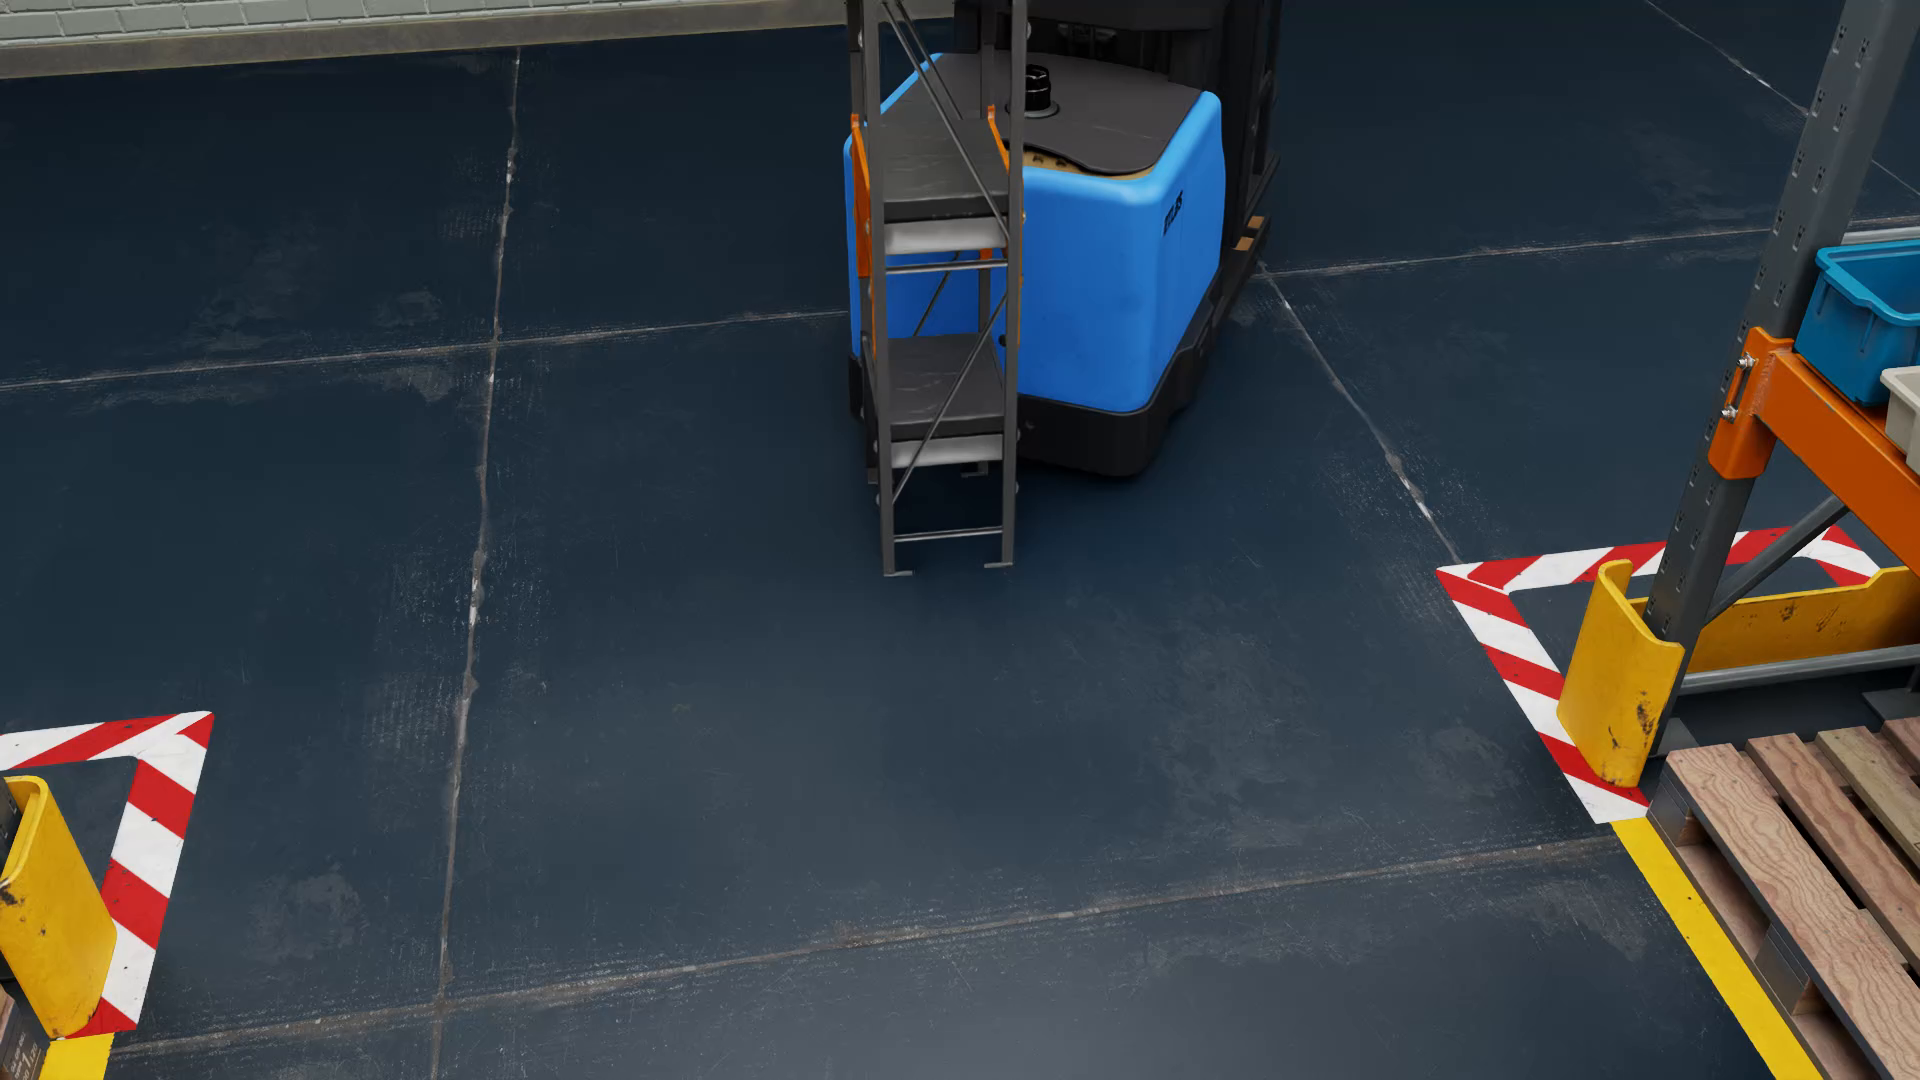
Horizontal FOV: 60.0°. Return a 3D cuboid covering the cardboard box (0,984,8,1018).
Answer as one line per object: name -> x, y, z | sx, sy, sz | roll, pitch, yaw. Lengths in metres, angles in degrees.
cardboard box -> -2.269, 0.972, 3.233 | 0.500, 0.500, 0.500 | -6, 38, -8

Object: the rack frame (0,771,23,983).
rack frame -> -2.606, -0.144, 2.990 | 1.000, 3.000, 0.127 | -6, 38, -8

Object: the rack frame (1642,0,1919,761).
rack frame -> 2.271, -0.674, 3.673 | 1.000, 3.000, 0.127 | -6, 38, -8

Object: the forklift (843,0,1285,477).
forklift -> 0.615, -2.270, 5.782 | 1.130, 2.935, 3.031 | 13, 40, 16

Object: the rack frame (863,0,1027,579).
rack frame -> -0.036, -0.732, 4.481 | 0.400, 2.100, 0.015 | -5, 38, -6

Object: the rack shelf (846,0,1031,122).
rack shelf -> -0.071, -1.422, 4.250 | 0.431, 0.518, 0.480 | -5, 38, -6

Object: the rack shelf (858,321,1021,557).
rack shelf -> -0.070, -0.317, 5.109 | 0.431, 0.518, 0.480 | -5, 38, -6

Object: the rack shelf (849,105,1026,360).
rack shelf -> -0.070, -0.869, 4.680 | 0.431, 0.518, 0.480 | -5, 38, -6

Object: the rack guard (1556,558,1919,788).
rack guard -> 2.254, 0.300, 4.457 | 1.175, 0.500, 0.348 | -6, 38, -8

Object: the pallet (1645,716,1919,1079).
pallet -> 2.377, 0.929, 3.882 | 1.003, 0.211, 1.213 | -6, 38, -8

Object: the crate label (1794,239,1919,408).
crate label -> 1.990, -0.447, 3.468 | 0.416, 0.233, 0.303 | -6, 38, -8

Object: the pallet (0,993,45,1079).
pallet -> -2.452, 1.485, 3.167 | 1.003, 0.211, 1.213 | -6, 38, -8

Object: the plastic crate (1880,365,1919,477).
plastic crate -> 1.965, -0.207, 3.237 | 0.250, 0.136, 0.298 | -6, 38, -8

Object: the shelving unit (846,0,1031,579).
shelving unit -> -0.070, -0.880, 4.672 | 0.431, 2.100, 0.503 | -5, 38, -6

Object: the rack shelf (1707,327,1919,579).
rack shelf -> 2.622, 0.818, 2.339 | 1.077, 0.370, 4.000 | -6, 38, -8

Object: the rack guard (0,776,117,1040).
rack guard -> -2.593, 0.889, 3.698 | 1.175, 0.500, 0.348 | -6, 38, -8

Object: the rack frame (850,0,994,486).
rack frame -> -0.105, -1.028, 4.862 | 0.400, 2.100, 0.015 | -5, 38, -6
